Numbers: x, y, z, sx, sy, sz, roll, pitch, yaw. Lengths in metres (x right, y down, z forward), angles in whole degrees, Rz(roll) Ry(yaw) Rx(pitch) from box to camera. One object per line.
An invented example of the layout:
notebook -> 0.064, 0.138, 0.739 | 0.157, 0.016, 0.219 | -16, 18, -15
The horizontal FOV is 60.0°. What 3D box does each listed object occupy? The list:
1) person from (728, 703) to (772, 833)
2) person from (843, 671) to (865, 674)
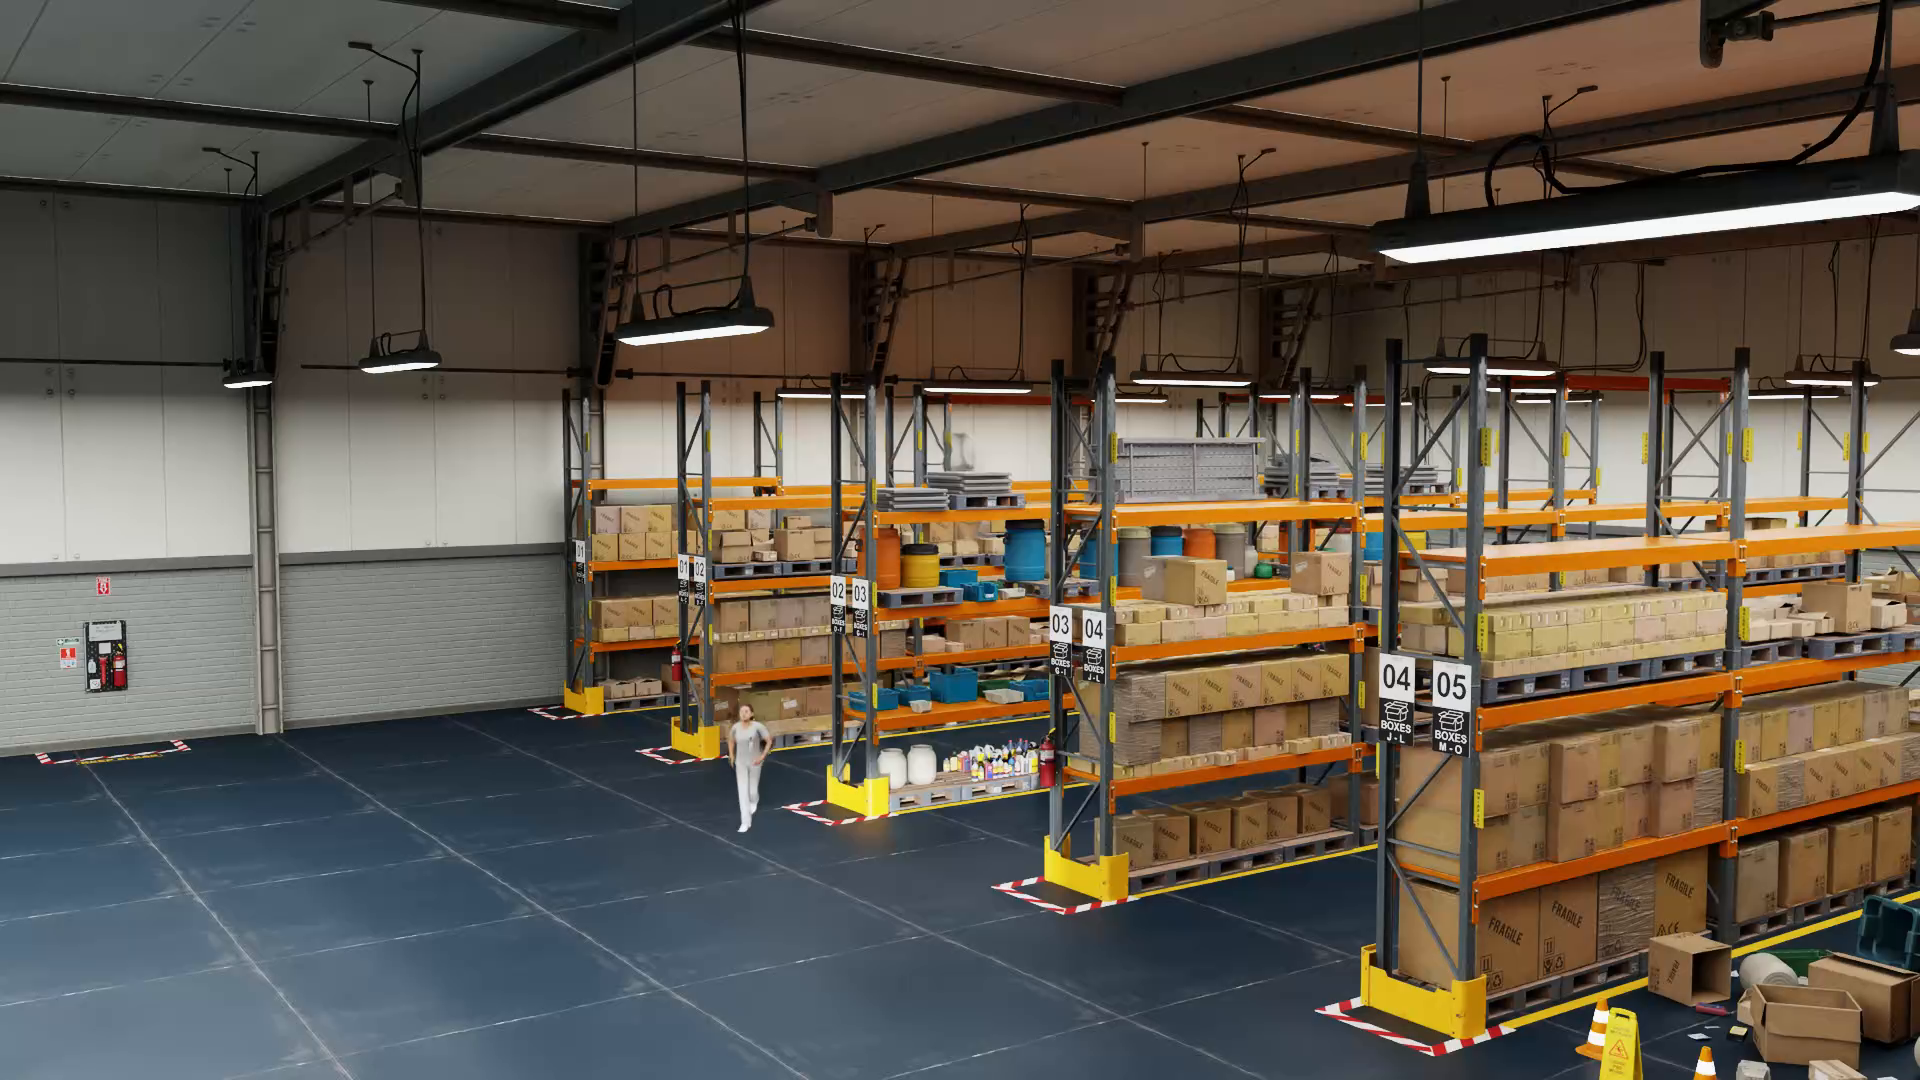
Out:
person -> -2.752, 2.943, 21.827 | 0.582, 1.662, 0.742 | 0, 4, 4
person -> -1.976, 2.297, 30.815 | 0.666, 1.847, 0.937 | 3, 5, 41
